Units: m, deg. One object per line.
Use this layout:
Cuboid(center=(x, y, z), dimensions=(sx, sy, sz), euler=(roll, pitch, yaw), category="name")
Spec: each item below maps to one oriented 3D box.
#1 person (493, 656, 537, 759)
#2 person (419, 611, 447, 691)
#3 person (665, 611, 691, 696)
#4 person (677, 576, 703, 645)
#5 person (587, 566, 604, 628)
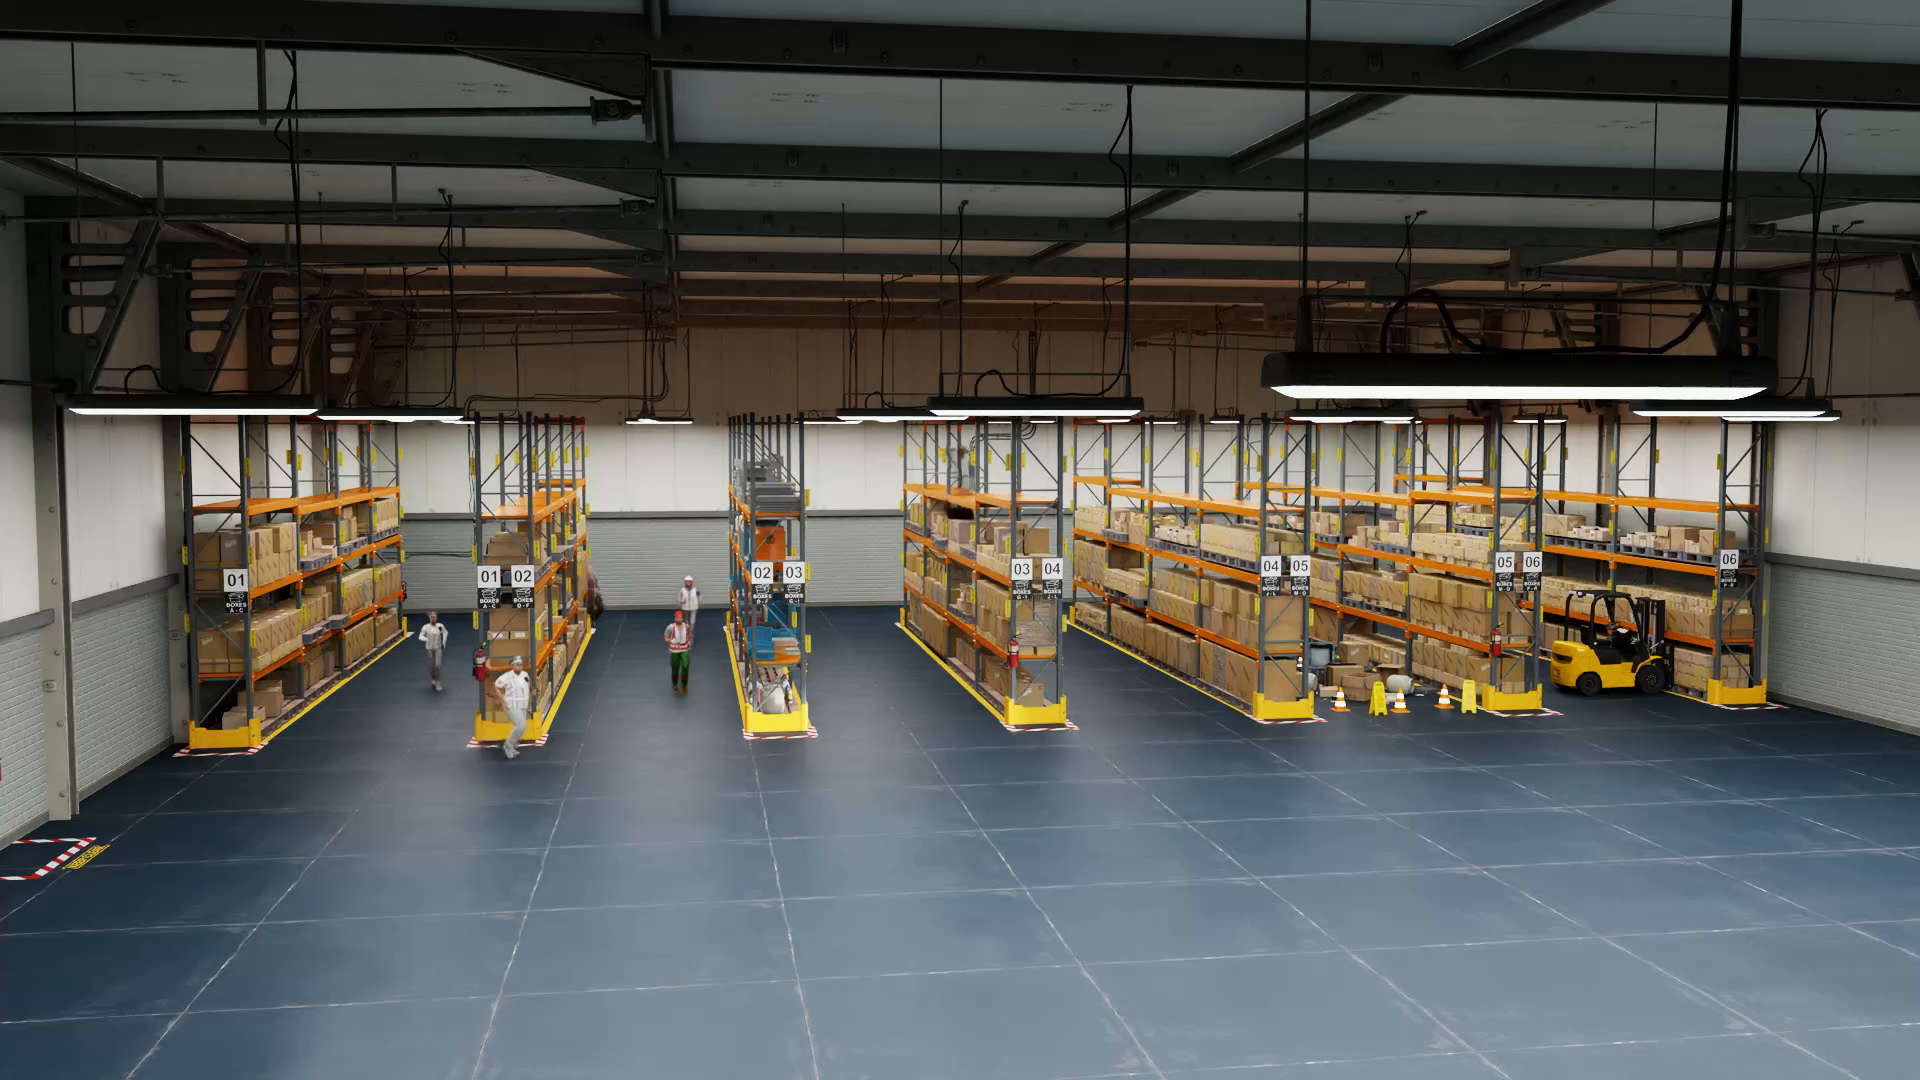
Cuboid(center=(-7.642, 2.894, 28.803), dimensions=(0.680, 1.795, 0.634), euler=(2, 5, 30), category="person")
Cuboid(center=(-11.512, 2.416, 36.349), dimensions=(0.593, 1.749, 0.753), euler=(-1, 4, -15), category="person")
Cuboid(center=(-6.019, 2.416, 35.562), dimensions=(0.589, 1.831, 0.834), euler=(-1, 4, -15), category="person")
Cuboid(center=(-7.157, 1.846, 44.063), dimensions=(0.669, 1.781, 0.954), euler=(0, 4, -7), category="person")
Cuboid(center=(-10.521, 1.630, 47.506), dimensions=(0.745, 1.773, 0.719), euler=(2, 4, 27), category="person")
